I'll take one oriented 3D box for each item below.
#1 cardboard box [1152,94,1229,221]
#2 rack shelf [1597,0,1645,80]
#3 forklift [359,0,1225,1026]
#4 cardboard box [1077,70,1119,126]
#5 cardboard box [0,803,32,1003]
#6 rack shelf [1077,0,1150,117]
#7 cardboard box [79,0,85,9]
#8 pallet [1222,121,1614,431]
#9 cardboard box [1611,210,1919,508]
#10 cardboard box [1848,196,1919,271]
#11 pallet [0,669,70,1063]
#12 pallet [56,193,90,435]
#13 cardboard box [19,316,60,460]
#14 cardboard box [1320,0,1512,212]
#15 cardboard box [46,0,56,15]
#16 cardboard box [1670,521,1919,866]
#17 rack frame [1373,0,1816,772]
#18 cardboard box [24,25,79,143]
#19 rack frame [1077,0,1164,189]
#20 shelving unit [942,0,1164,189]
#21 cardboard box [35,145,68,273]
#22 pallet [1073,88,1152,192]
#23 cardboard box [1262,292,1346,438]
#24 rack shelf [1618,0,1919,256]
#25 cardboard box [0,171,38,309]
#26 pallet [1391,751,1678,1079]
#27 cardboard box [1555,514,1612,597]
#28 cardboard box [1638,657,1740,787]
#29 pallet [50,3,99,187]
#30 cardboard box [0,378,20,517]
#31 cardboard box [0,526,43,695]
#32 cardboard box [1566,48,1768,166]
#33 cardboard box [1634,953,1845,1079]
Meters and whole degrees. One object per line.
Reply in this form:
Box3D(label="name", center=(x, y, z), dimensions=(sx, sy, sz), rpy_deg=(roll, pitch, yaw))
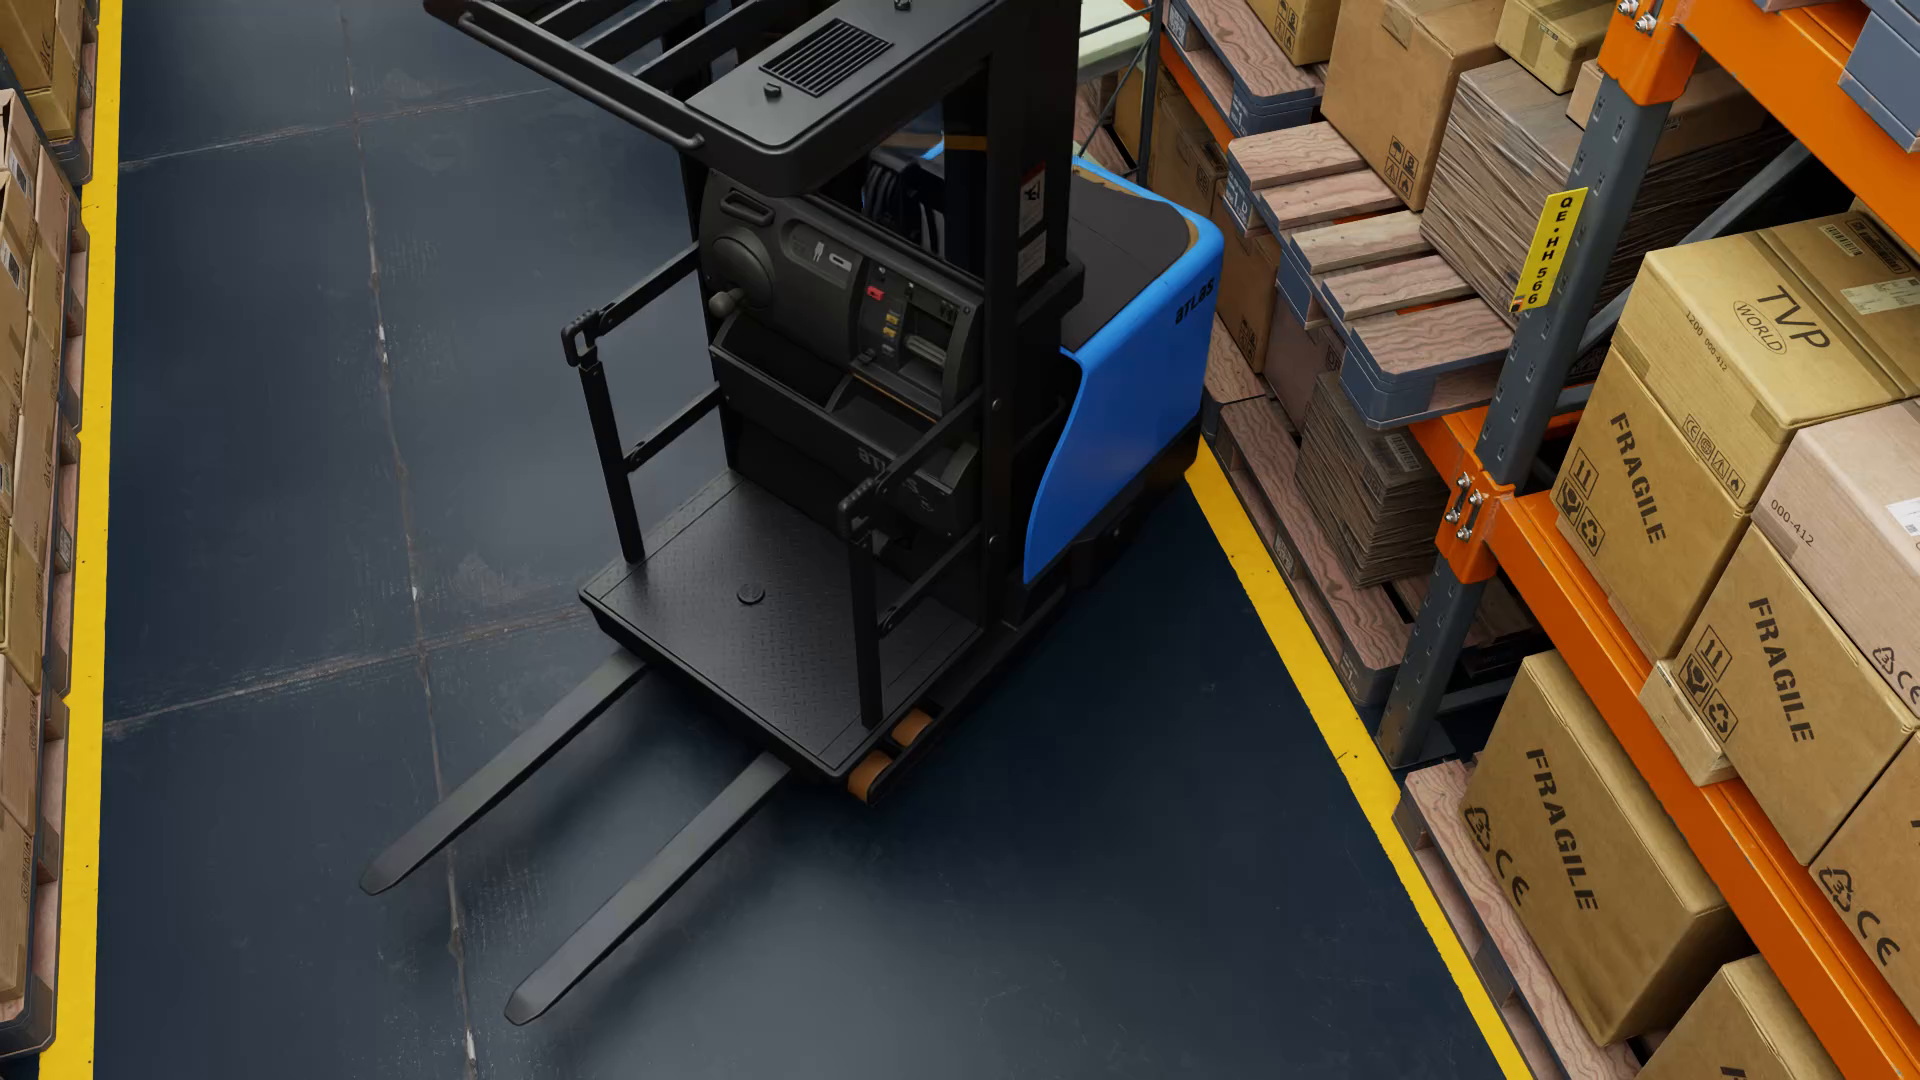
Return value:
Box3D(label="cardboard box", center=(1.157, -1.383, 6.301), dimensions=(0.700, 0.500, 0.500), rpy_deg=(-13, 51, -11))
Box3D(label="rack shelf", center=(1.202, -2.603, 4.491), dimensions=(1.077, 0.370, 4.000), rpy_deg=(-13, 51, -11))
Box3D(label="forklift", center=(-0.473, -0.580, 4.322), dimensions=(1.130, 2.935, 3.031), rpy_deg=(32, 57, 24))
Box3D(label="cardboard box", center=(0.844, -2.131, 6.932), dimensions=(0.700, 0.500, 0.500), rpy_deg=(-12, 51, -10))
Box3D(label="cardboard box", center=(-2.812, 1.017, 4.454), dimensions=(0.500, 0.250, 0.500), rpy_deg=(-13, 51, -11))
Box3D(label="rack shelf", center=(0.294, -1.725, 5.708), dimensions=(0.431, 0.370, 0.720), rpy_deg=(-25, 54, -19))
Box3D(label="cardboard box", center=(-4.254, -2.595, 7.500), dimensions=(0.500, 0.250, 0.500), rpy_deg=(-13, 51, -11))
Box3D(label="pallet", center=(1.481, -0.842, 4.623), dimensions=(1.213, 0.211, 1.003), rpy_deg=(-13, 51, -11))
Box3D(label="cardboard box", center=(1.690, -0.373, 3.339), dimensions=(0.500, 0.250, 0.500), rpy_deg=(-12, 51, -10))
Box3D(label="cardboard box", center=(2.175, -0.511, 3.455), dimensions=(0.500, 0.250, 0.500), rpy_deg=(-12, 51, -10))
Box3D(label="pallet", center=(-3.144, 1.004, 4.766), dimensions=(1.003, 0.211, 1.213), rpy_deg=(-13, 51, -11))
Box3D(label="pallet", center=(-3.865, -0.778, 6.268), dimensions=(1.003, 0.211, 1.213), rpy_deg=(-13, 51, -11))
Box3D(label="cardboard box", center=(-3.421, -0.475, 5.712), dimensions=(0.500, 0.250, 0.500), rpy_deg=(-12, 51, -10))
Box3D(label="cardboard box", center=(1.454, -1.325, 4.552), dimensions=(0.700, 0.500, 0.500), rpy_deg=(-18, 52, -14))
Box3D(label="cardboard box", center=(-4.114, -2.470, 6.904), dimensions=(0.500, 0.500, 0.500), rpy_deg=(-13, 51, -11))
Box3D(label="cardboard box", center=(1.839, 0.255, 3.300), dimensions=(0.500, 0.500, 0.500), rpy_deg=(-12, 51, -10))
Box3D(label="rack frame", center=(1.794, -0.407, 4.132), dimensions=(1.000, 3.000, 0.127), rpy_deg=(-13, 51, -11))
Box3D(label="cardboard box", center=(-3.968, -1.862, 6.882), dimensions=(0.500, 0.250, 0.500), rpy_deg=(-13, 51, -11))
Box3D(label="rack frame", center=(0.488, -1.236, 5.807), dimensions=(0.400, 1.500, 0.023), rpy_deg=(-25, 54, -19))
Box3D(label="shelving unit", center=(0.298, -1.476, 6.008), dimensions=(0.431, 1.500, 0.755), rpy_deg=(-25, 54, -19))
Box3D(label="cardboard box", center=(-3.721, -1.218, 6.339), dimensions=(0.500, 0.250, 0.500), rpy_deg=(-14, 51, -11))
Box3D(label="pallet", center=(0.842, -1.862, 7.182), dimensions=(1.003, 0.211, 1.213), rpy_deg=(-13, 51, -11))
Box3D(label="cardboard box", center=(1.490, -0.660, 5.692), dimensions=(0.700, 0.500, 0.500), rpy_deg=(-13, 51, -11))
Box3D(label="rack shelf", center=(2.385, 0.318, 2.028), dimensions=(1.077, 0.370, 4.000), rpy_deg=(-13, 51, -11))
Box3D(label="cardboard box", center=(-3.567, -1.026, 5.810), dimensions=(0.500, 0.311, 0.500), rpy_deg=(-12, 51, -10))
Box3D(label="pallet", center=(1.955, 1.084, 4.698), dimensions=(1.003, 0.211, 1.213), rpy_deg=(-13, 51, -11))
Box3D(label="cardboard box", center=(1.670, -0.040, 3.973), dimensions=(0.380, 0.149, 0.250), rpy_deg=(-14, 51, -12))
Box3D(label="cardboard box", center=(1.734, 0.359, 3.637), dimensions=(0.380, 0.149, 0.250), rpy_deg=(-12, 51, -10))
Box3D(label="pallet", center=(-4.315, -1.898, 7.212), dimensions=(1.003, 0.211, 1.213), rpy_deg=(-13, 51, -11))
Box3D(label="cardboard box", center=(-3.276, -0.294, 5.193), dimensions=(0.500, 0.311, 0.500), rpy_deg=(-14, 51, -11))
Box3D(label="cardboard box", center=(-3.121, 0.272, 5.083), dimensions=(0.500, 0.250, 0.500), rpy_deg=(-15, 51, -12))
Box3D(label="cardboard box", center=(1.663, -1.036, 3.884), dimensions=(0.380, 0.149, 0.250), rpy_deg=(-19, 53, -16))
Box3D(label="cardboard box", center=(2.139, 1.358, 3.775), dimensions=(0.750, 0.750, 0.750), rpy_deg=(-14, 51, -11))
